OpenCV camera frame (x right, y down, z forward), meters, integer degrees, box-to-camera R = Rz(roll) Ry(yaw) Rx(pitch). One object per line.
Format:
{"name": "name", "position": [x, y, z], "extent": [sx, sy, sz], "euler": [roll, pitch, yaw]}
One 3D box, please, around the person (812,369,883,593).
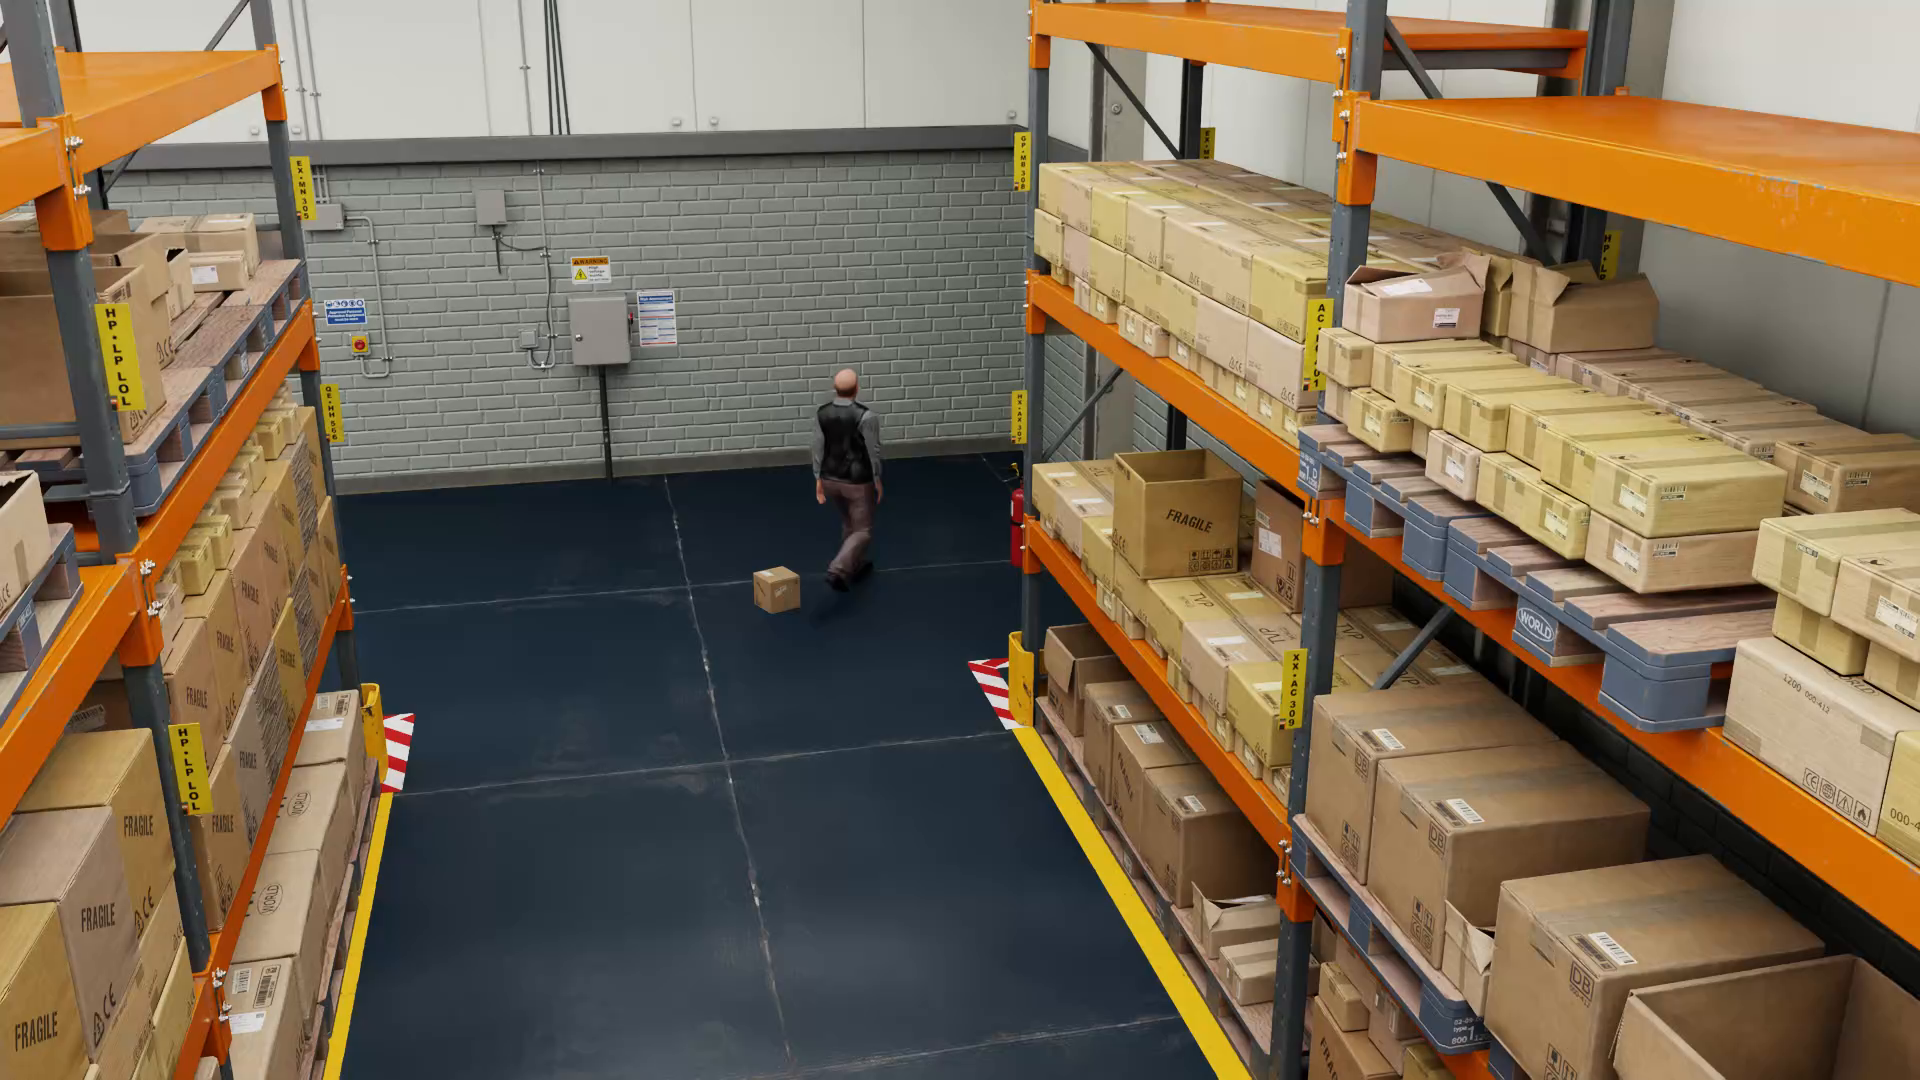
{"name": "person", "position": [-0.840, -0.425, 12.302], "extent": [0.532, 1.692, 0.908], "euler": [9, 22, 25]}
